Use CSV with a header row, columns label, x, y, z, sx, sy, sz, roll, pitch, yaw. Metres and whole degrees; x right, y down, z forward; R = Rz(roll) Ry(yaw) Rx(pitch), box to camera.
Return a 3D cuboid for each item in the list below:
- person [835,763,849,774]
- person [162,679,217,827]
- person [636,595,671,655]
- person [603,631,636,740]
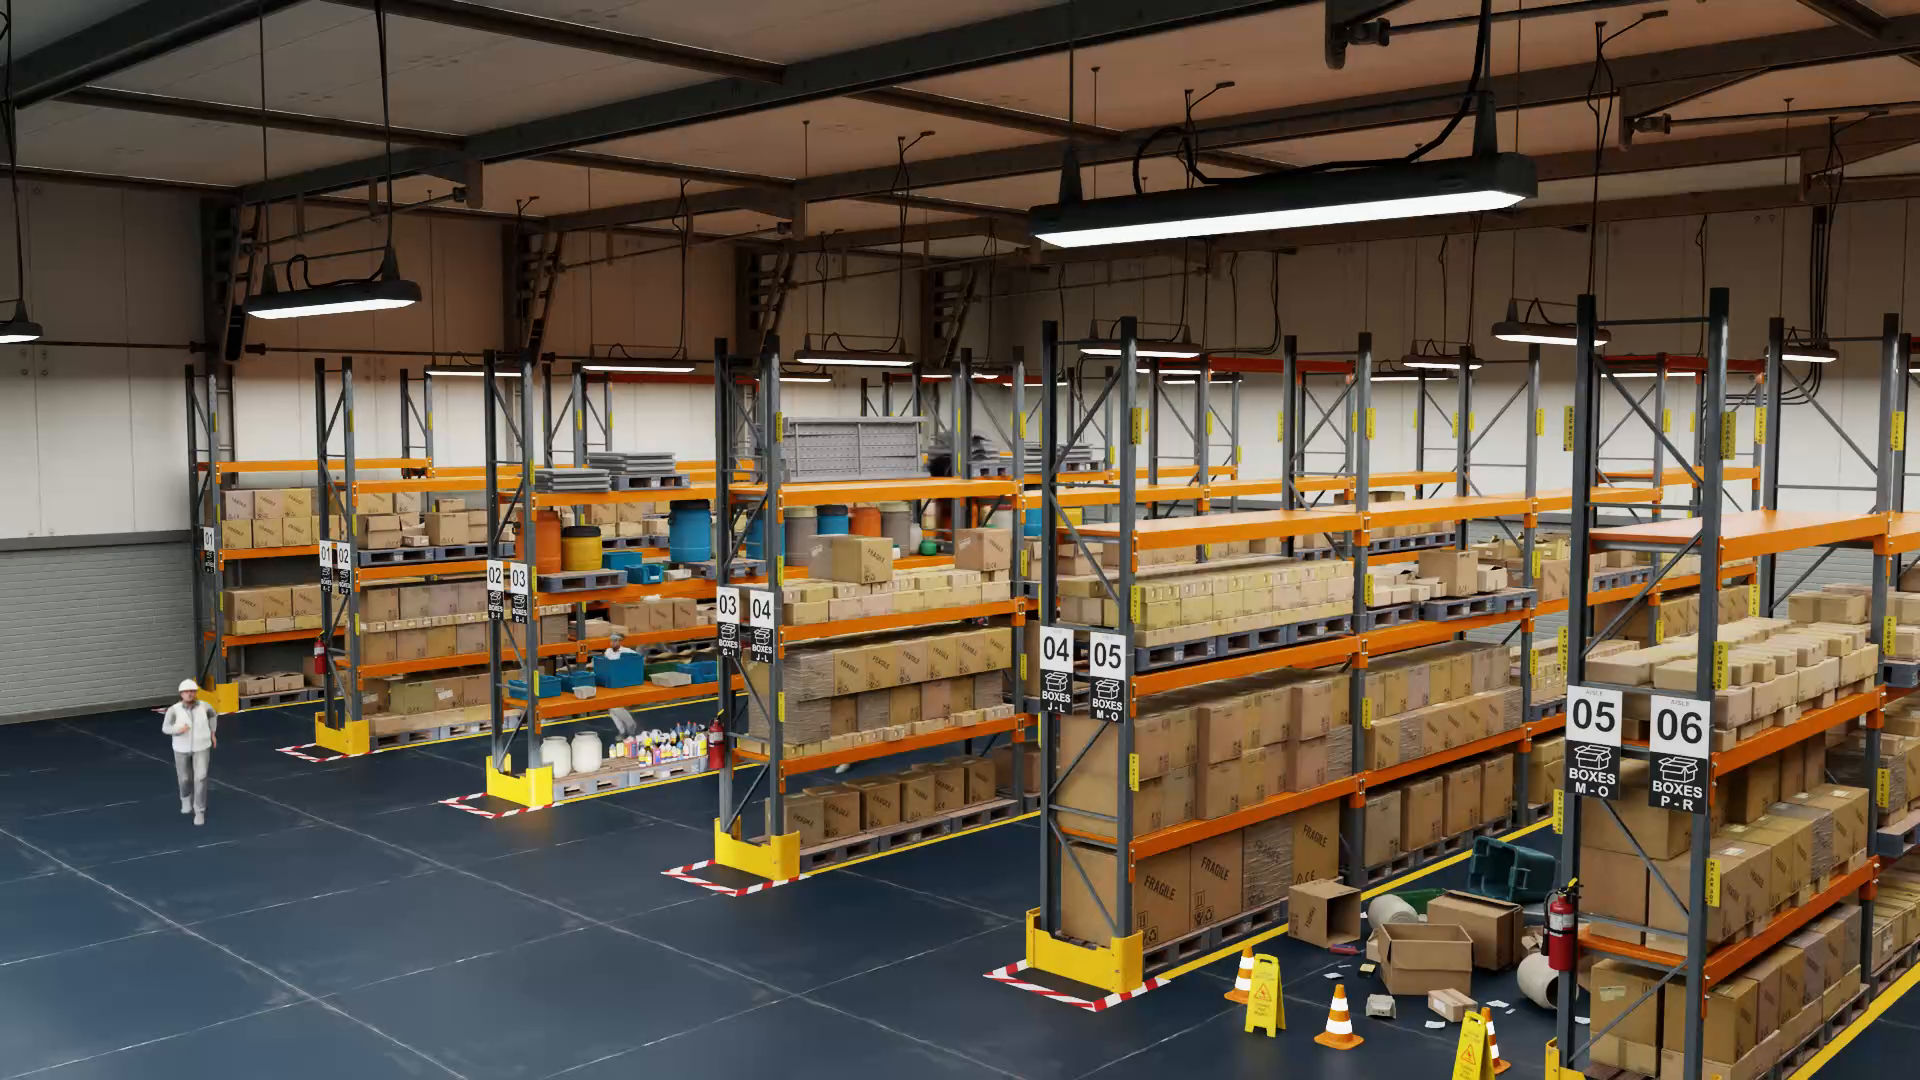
label,x,y,z,sx,sy,sz,roll,pitch,yaw
person,-1.581,2.447,24.113,0.666,1.757,0.892,2,5,22
person,-9.720,2.650,21.012,0.635,1.804,0.907,-2,5,-26
person,-6.212,1.687,33.451,0.695,1.805,0.982,3,6,38
person,-5.404,2.292,26.111,0.660,1.747,0.584,2,5,25
